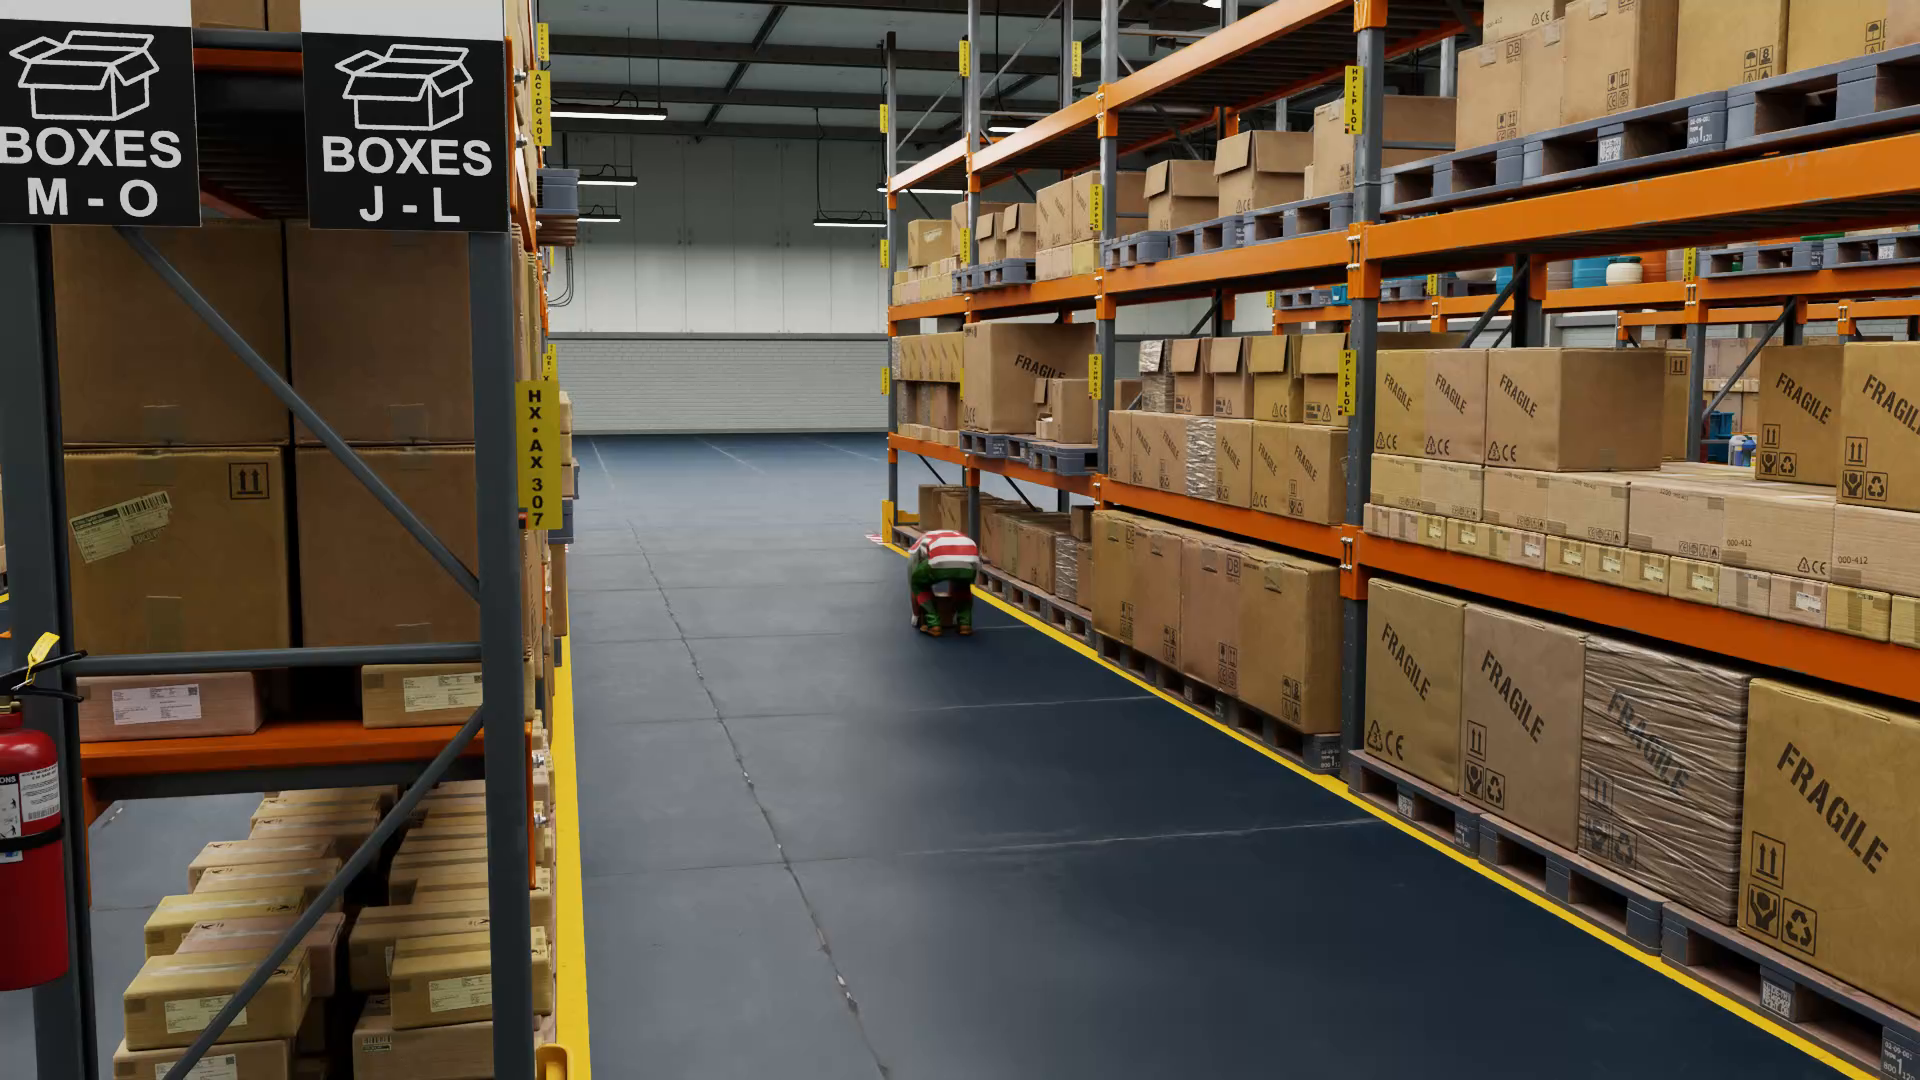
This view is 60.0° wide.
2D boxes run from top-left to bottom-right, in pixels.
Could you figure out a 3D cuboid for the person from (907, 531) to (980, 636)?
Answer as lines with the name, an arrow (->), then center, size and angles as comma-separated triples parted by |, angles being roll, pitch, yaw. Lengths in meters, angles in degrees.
person -> -0.146, 0.334, 13.352 | 0.529, 0.843, 0.966 | -2, 6, -15
